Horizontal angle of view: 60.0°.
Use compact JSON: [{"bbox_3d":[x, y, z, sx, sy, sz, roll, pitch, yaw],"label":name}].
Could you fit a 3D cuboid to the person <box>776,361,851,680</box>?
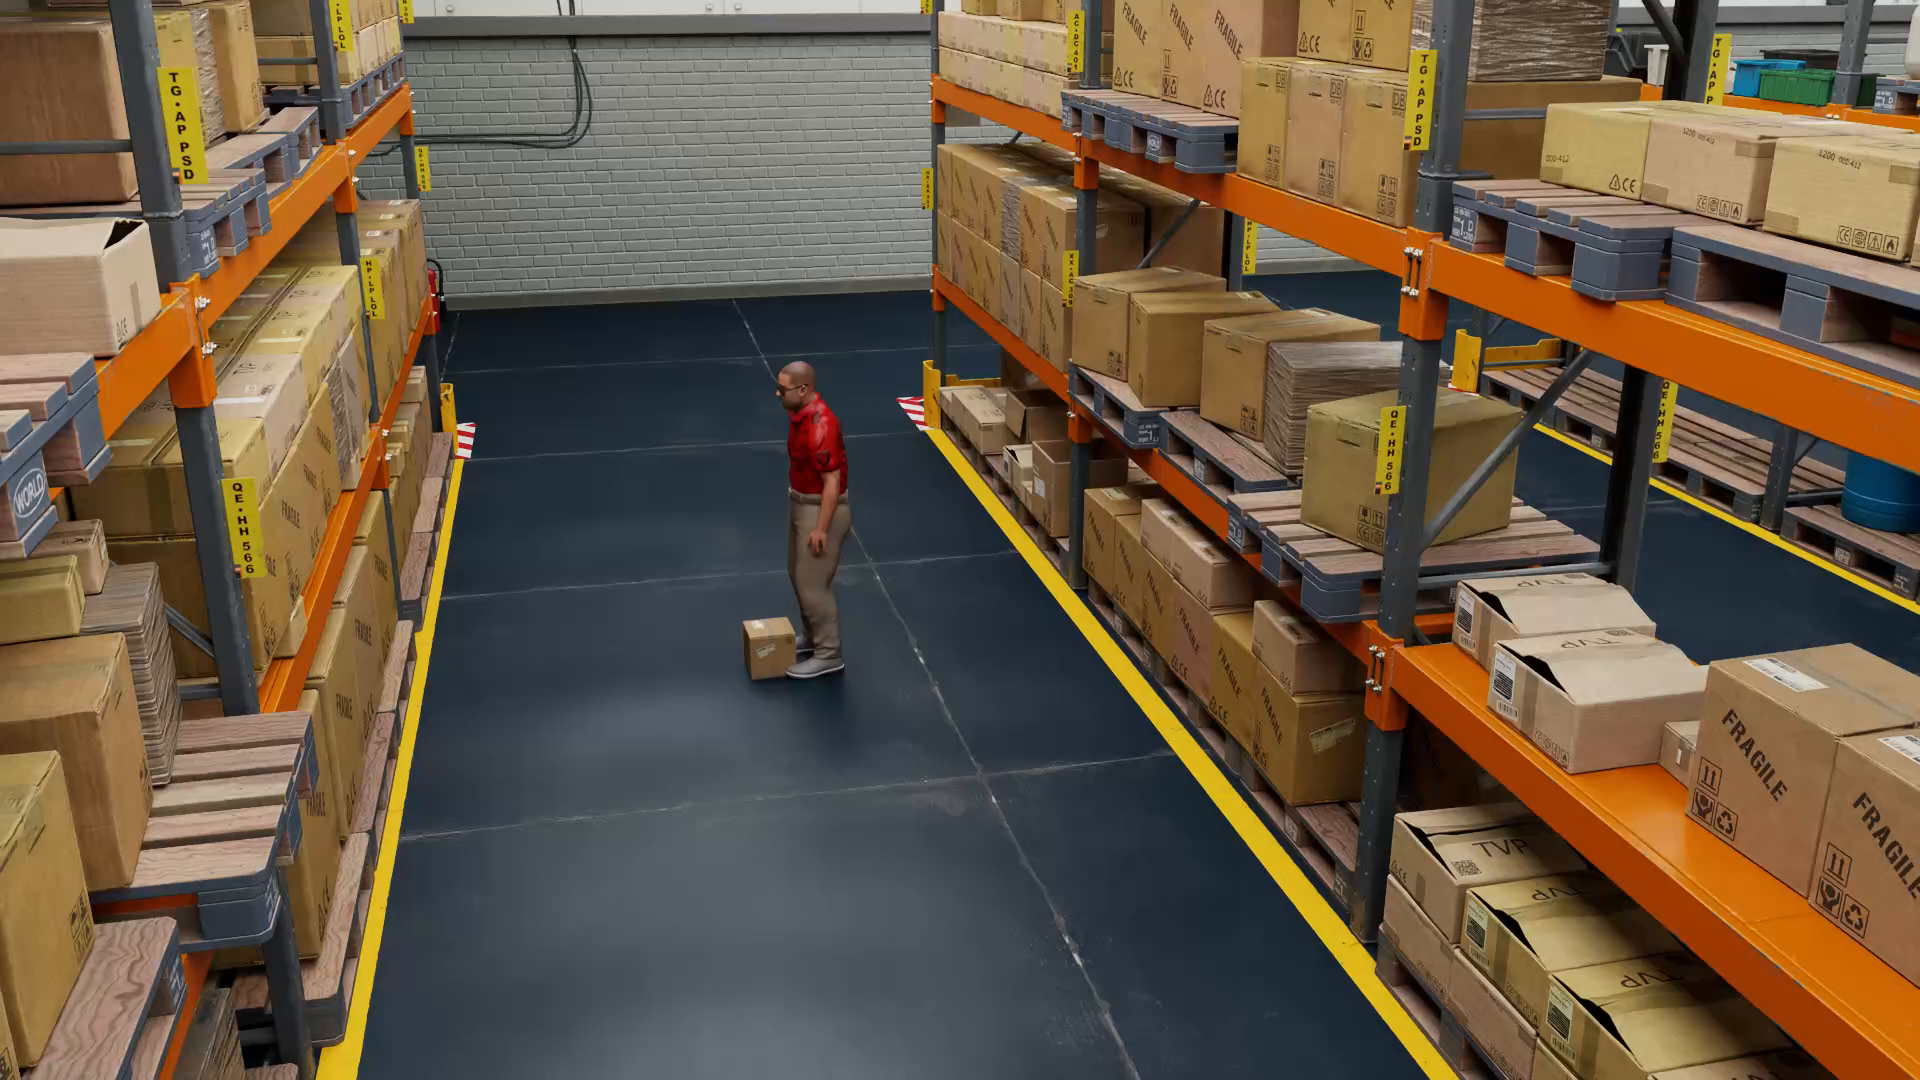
[{"bbox_3d":[-0.797,-0.126,8.948,0.393,1.725,0.594,-6,20,-15],"label":"person"}]
